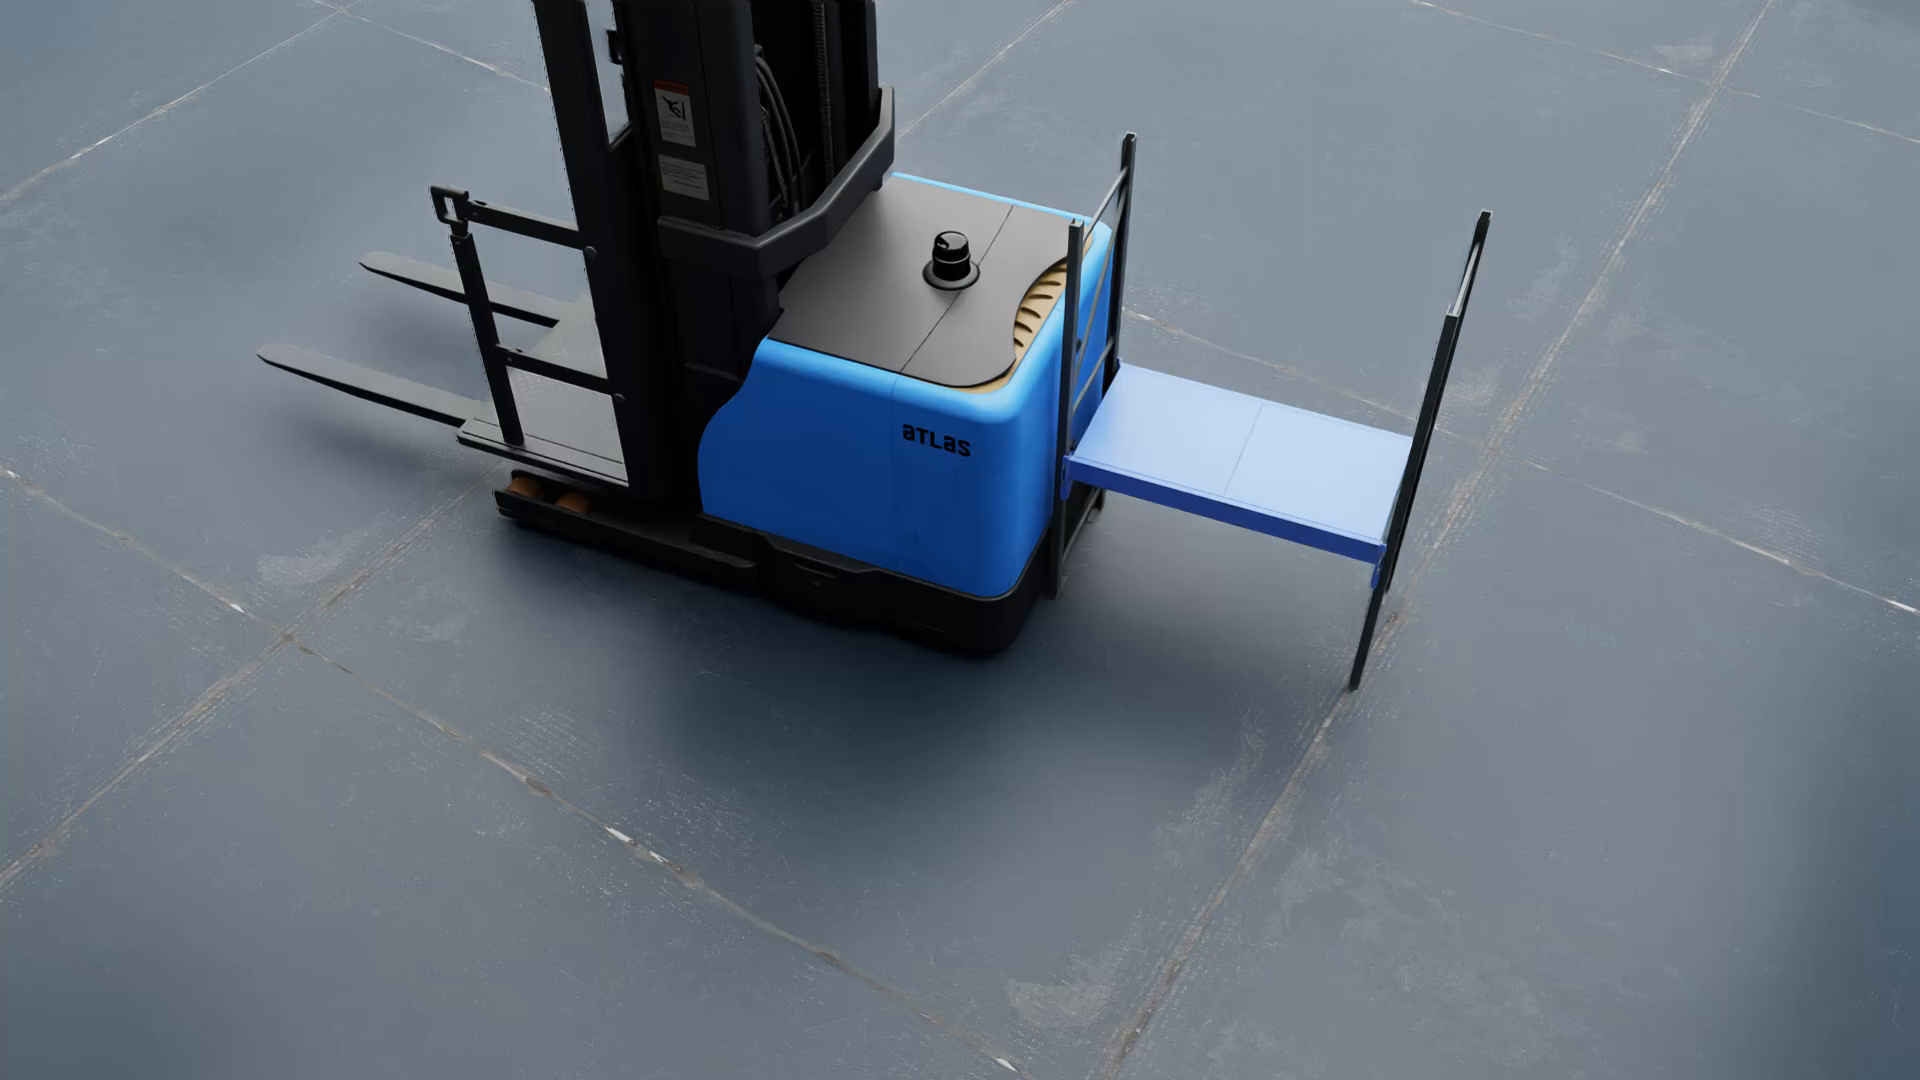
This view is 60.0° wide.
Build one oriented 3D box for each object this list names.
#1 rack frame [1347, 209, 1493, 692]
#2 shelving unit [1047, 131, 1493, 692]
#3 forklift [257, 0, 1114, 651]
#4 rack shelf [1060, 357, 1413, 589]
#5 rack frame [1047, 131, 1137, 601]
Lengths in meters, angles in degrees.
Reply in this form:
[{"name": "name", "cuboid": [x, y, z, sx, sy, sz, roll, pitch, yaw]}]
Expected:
[{"name": "rack frame", "cuboid": [1.342, -0.211, 4.909, 0.032, 1.500, 0.500, 17, 48, 15]}, {"name": "shelving unit", "cuboid": [0.872, -0.350, 5.044, 1.048, 1.500, 0.538, 17, 48, 15]}, {"name": "forklift", "cuboid": [-1.057, -1.356, 5.024, 3.031, 2.935, 1.130, 17, 48, 15]}, {"name": "rack shelf", "cuboid": [0.872, -0.225, 5.173, 1.000, 0.185, 0.538, 17, 48, 15]}, {"name": "rack frame", "cuboid": [0.402, -0.489, 5.180, 0.032, 1.500, 0.500, 17, 48, 15]}]
